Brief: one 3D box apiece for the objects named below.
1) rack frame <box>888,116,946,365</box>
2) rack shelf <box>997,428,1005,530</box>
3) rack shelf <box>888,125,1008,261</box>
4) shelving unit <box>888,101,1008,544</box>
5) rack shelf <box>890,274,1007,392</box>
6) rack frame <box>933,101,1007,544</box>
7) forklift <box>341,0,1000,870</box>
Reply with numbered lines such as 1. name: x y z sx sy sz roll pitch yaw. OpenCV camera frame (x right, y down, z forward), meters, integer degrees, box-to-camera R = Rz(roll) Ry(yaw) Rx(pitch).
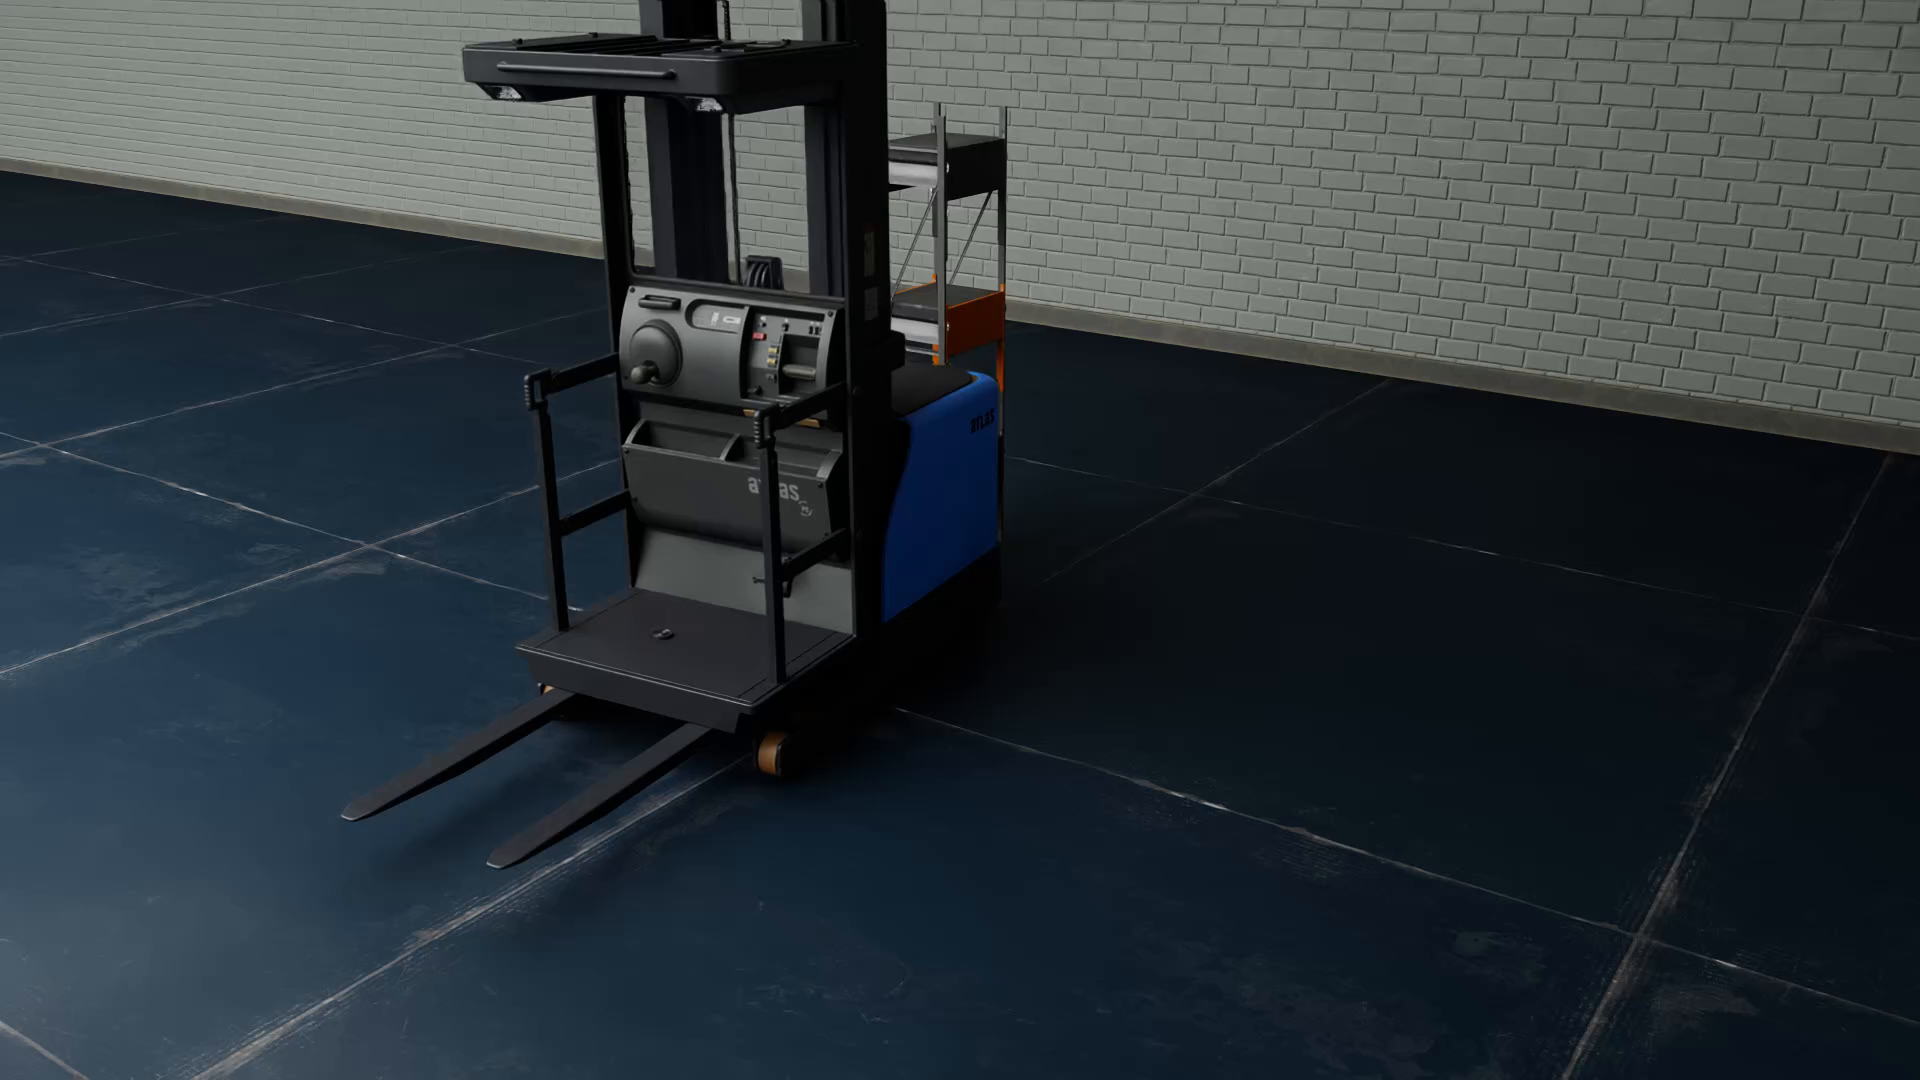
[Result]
1. rack frame: -0.230 -0.867 7.583 0.400 2.100 0.015 13 24 32
2. rack shelf: -0.093 -0.268 8.020 0.431 0.518 0.480 13 24 32
3. rack shelf: -0.093 -1.581 7.534 0.431 0.518 0.480 13 24 32
4. shelving unit: -0.093 -0.937 7.772 0.431 2.100 0.503 13 24 32
5. rack shelf: -0.093 -0.925 7.777 0.431 0.518 0.480 13 24 32
6. rack frame: 0.044 -1.007 7.962 0.400 2.100 0.015 13 24 32
7. forklift: -0.958 -0.701 5.937 1.130 2.935 3.031 10 23 26
